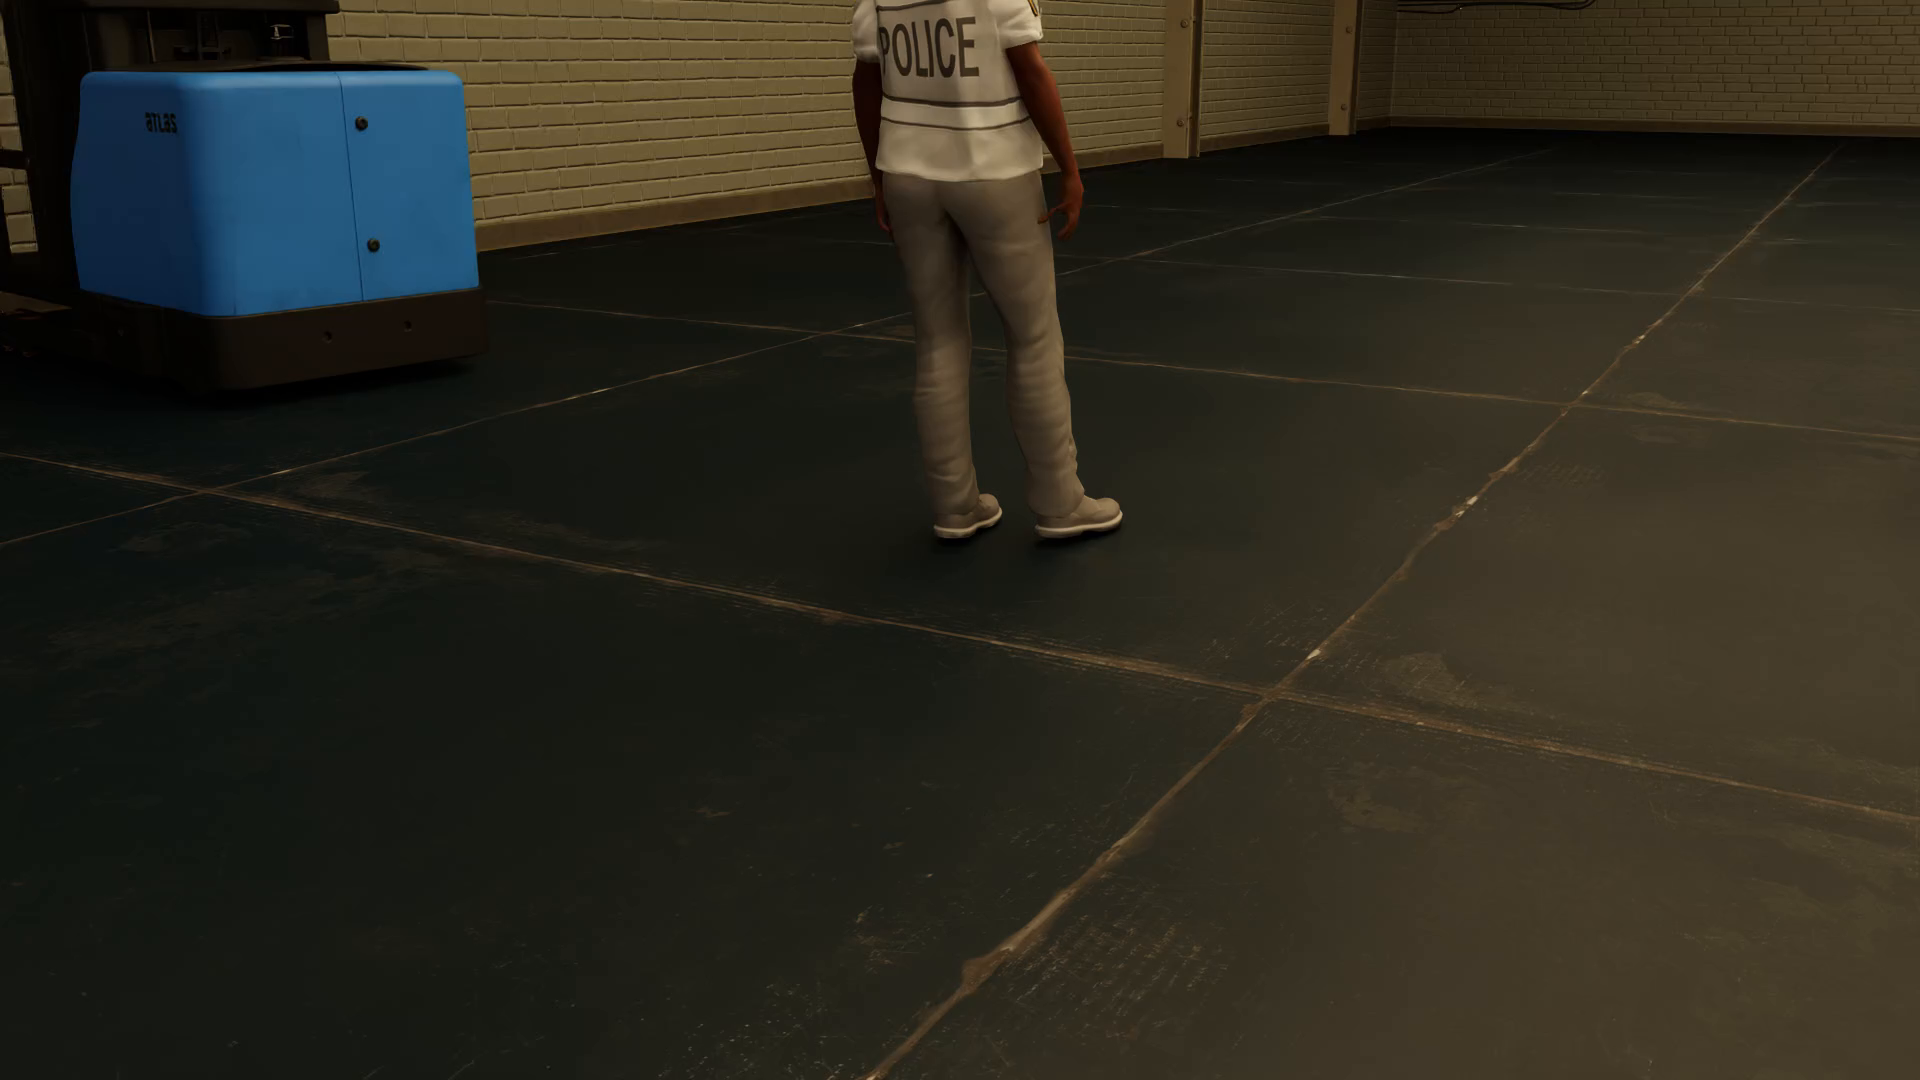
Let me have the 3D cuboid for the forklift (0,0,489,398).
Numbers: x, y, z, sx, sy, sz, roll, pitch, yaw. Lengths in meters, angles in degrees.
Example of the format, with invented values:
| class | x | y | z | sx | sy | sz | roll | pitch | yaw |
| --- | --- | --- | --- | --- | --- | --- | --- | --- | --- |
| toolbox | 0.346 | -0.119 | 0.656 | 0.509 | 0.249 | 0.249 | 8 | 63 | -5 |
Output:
| class | x | y | z | sx | sy | sz | roll | pitch | yaw |
| --- | --- | --- | --- | --- | --- | --- | --- | --- | --- |
| forklift | -3.191 | -2.207 | 6.347 | 3.031 | 2.935 | 1.130 | 14 | 21 | 39 |

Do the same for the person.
| class | x | y | z | sx | sy | sz | roll | pitch | yaw |
| --- | --- | --- | --- | --- | --- | --- | --- | --- | --- |
| person | 0.054 | -0.835 | 3.853 | 0.569 | 1.695 | 0.528 | 9 | 19 | 28 |
